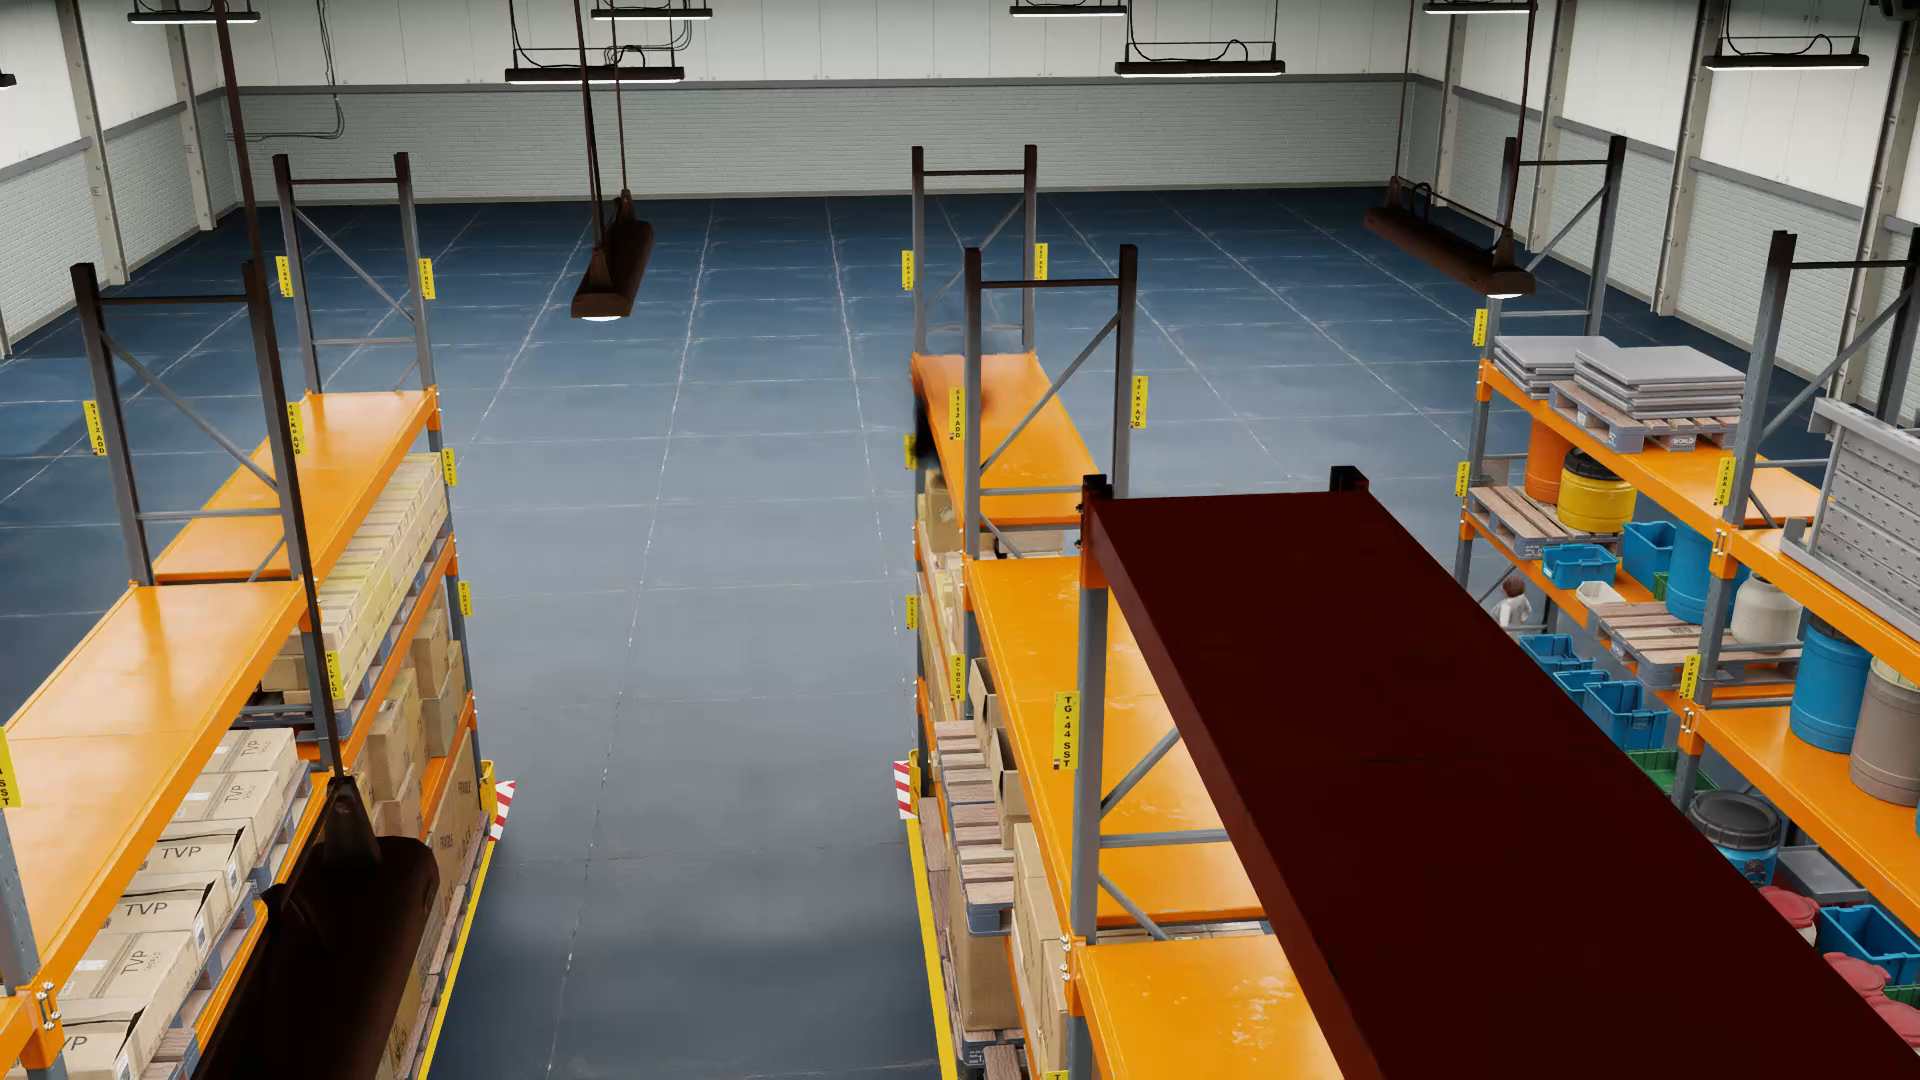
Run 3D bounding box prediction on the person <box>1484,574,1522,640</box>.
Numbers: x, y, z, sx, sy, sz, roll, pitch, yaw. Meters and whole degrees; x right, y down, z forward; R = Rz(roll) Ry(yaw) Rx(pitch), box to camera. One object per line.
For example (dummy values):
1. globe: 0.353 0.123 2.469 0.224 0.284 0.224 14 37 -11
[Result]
1. person: 5.456 1.040 16.956 0.468 1.553 0.576 20 29 40
